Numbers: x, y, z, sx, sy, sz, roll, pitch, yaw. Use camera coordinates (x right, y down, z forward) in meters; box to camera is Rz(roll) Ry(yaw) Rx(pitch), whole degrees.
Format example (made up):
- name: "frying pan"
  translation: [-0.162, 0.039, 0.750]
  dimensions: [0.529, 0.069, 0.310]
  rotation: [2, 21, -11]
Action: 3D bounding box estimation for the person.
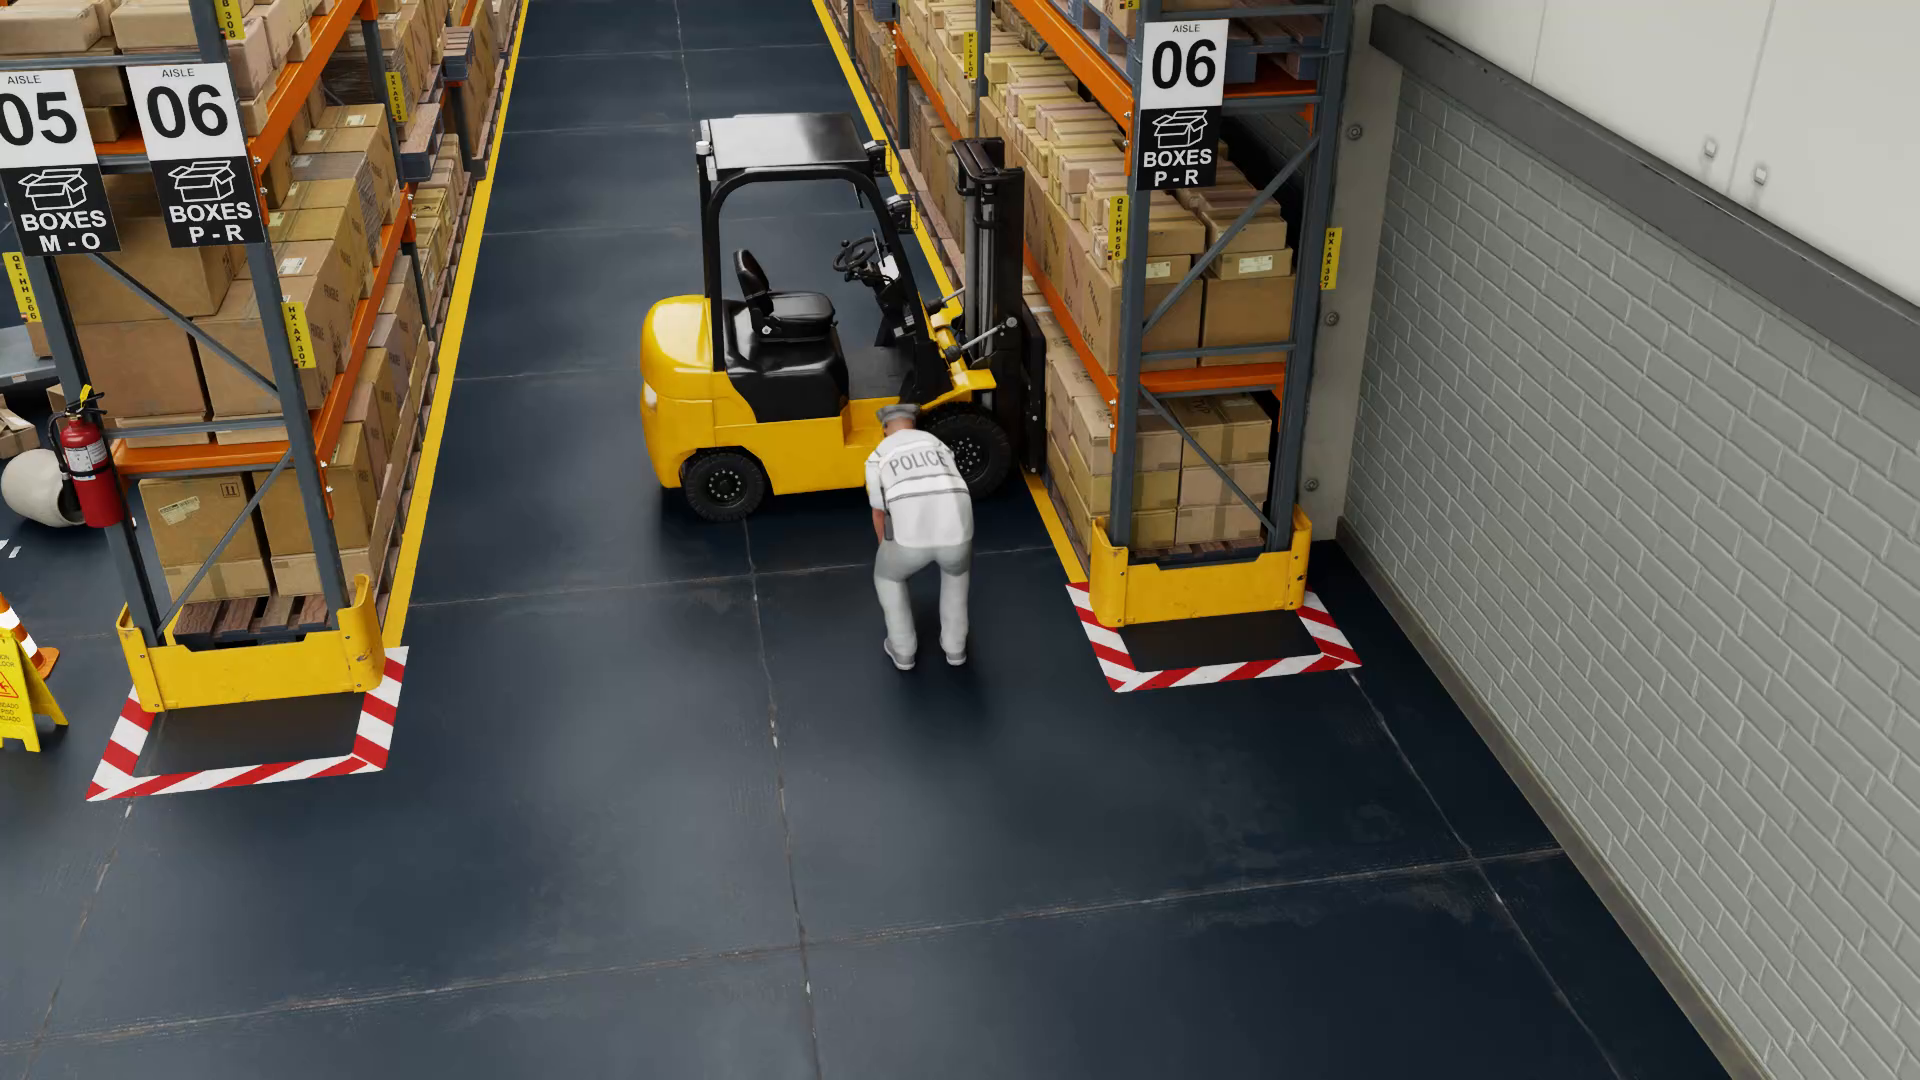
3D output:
- name: "person"
  translation: [-0.221, -0.023, 8.705]
  dimensions: [0.516, 1.214, 1.022]
  rotation: [-7, 31, -11]
